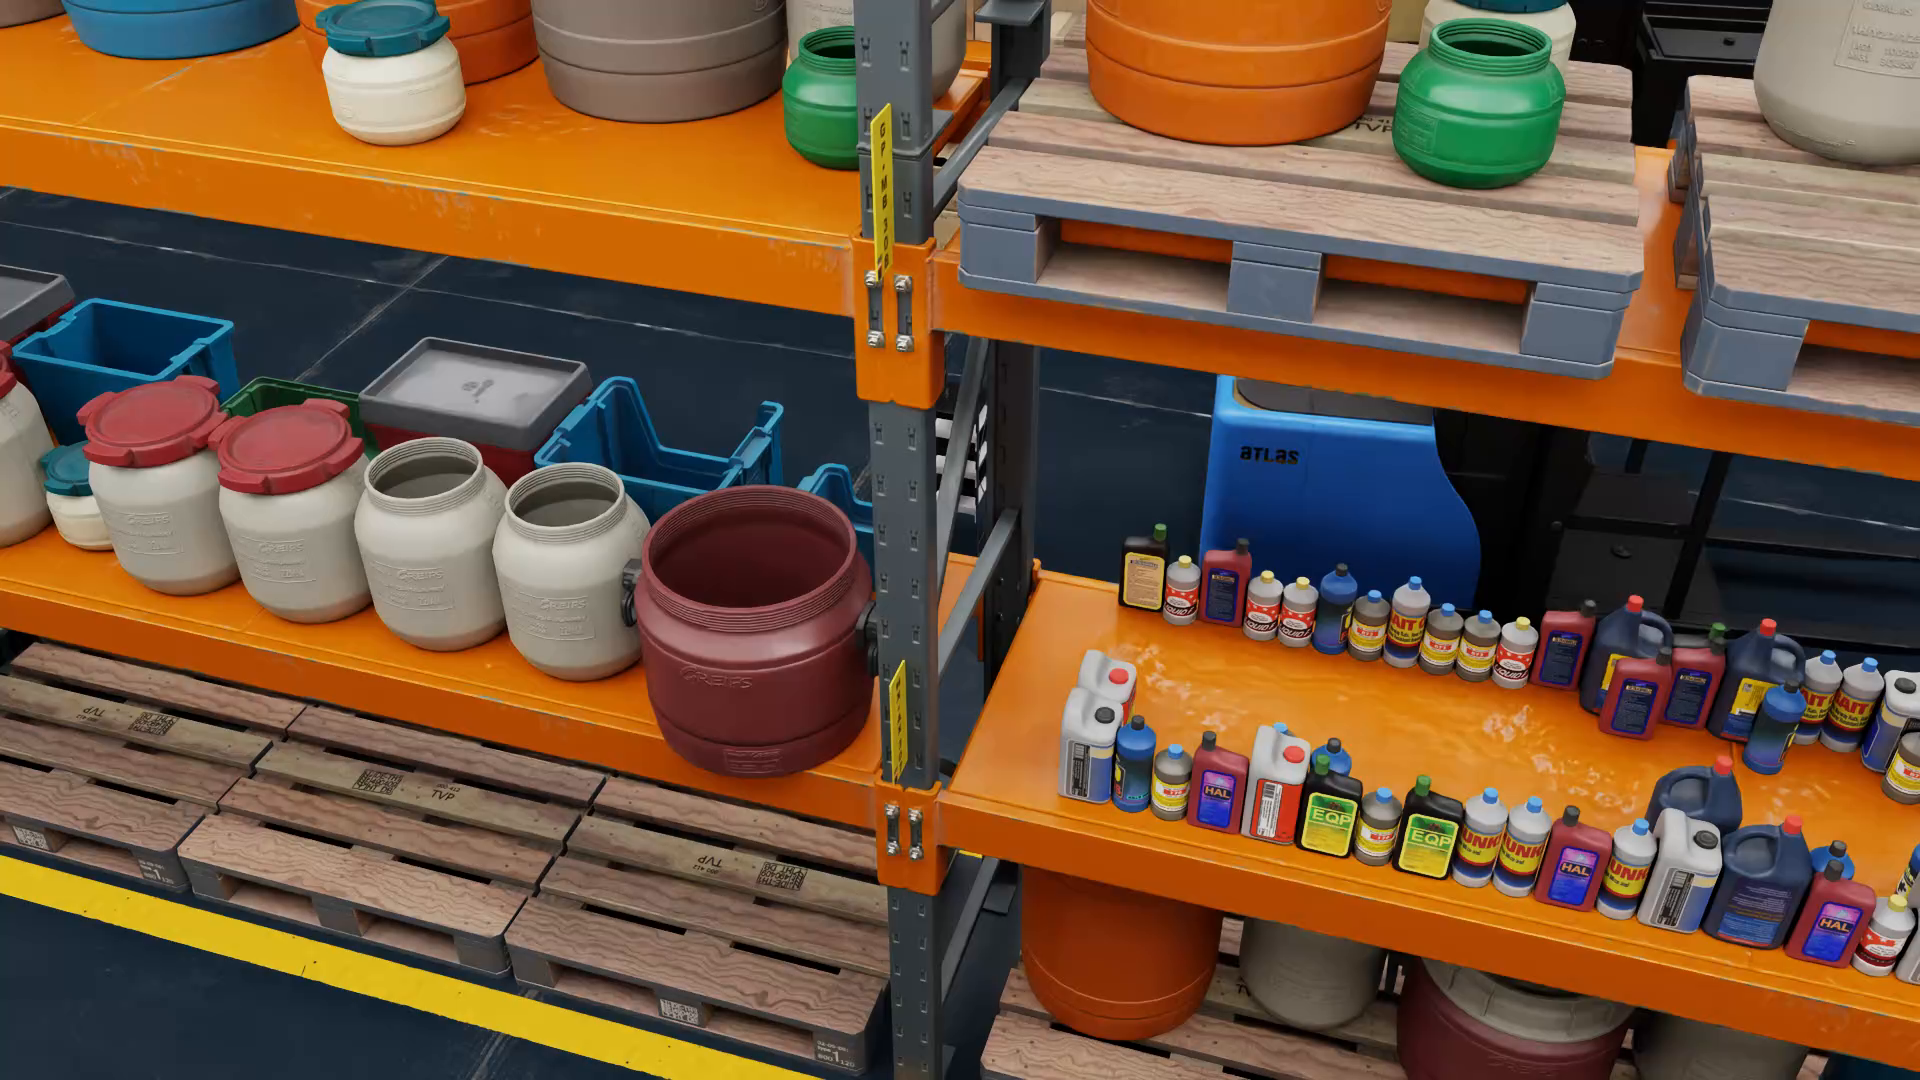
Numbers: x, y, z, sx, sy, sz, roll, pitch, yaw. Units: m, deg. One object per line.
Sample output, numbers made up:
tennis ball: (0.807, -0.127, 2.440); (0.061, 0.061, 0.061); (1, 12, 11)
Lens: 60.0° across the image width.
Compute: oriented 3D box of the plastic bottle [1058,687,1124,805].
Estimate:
plastic bottle: (0.327, 0.503, 4.140); (0.135, 0.276, 0.152); (10, 38, 14)

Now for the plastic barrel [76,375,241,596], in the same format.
plastic barrel: (-2.259, -0.145, 4.802); (0.433, 0.535, 0.433); (0, 36, 0)

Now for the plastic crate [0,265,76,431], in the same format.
plastic crate: (-3.254, -0.626, 5.517); (0.583, 0.464, 0.402); (10, 38, 14)

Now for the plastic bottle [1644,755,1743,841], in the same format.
plastic bottle: (1.719, 0.639, 3.893); (0.185, 0.351, 0.144); (10, 38, 14)

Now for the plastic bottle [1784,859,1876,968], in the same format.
plastic bottle: (1.942, 0.828, 3.694); (0.133, 0.283, 0.061); (10, 38, 14)

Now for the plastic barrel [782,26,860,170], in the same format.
plastic barrel: (-0.240, -0.966, 3.633); (0.294, 0.245, 0.294); (0, 36, 0)

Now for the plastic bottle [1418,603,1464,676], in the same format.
plastic bottle: (1.314, 0.262, 4.532); (0.097, 0.201, 0.097); (0, 36, 0)

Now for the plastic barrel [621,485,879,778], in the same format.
plastic barrel: (-0.522, 0.229, 4.294); (0.708, 0.536, 0.600); (10, 38, 14)

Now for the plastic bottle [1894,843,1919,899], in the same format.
plastic bottle: (2.196, 0.774, 3.777); (0.097, 0.271, 0.097); (0, 36, 0)

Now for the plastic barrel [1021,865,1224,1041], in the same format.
plastic barrel: (0.483, 0.976, 4.870); (0.708, 0.830, 0.600); (10, 38, 14)

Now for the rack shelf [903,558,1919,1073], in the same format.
rack shelf: (1.920, 0.837, 4.189); (4.000, 0.370, 1.077); (10, 38, 14)

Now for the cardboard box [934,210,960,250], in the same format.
cardboard box: (-0.056, -1.804, 9.137); (0.500, 0.250, 0.500); (11, 38, 15)

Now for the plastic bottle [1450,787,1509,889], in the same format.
plastic bottle: (1.219, 0.687, 3.894); (0.097, 0.271, 0.097); (0, 36, 0)

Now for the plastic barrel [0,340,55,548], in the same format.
plastic barrel: (-2.959, -0.275, 4.978); (0.433, 0.535, 0.433); (0, 36, 0)

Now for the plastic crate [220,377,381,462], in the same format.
plastic crate: (-2.061, -0.280, 5.278); (0.662, 0.188, 0.450); (10, 38, 14)

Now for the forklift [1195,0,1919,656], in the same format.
forklift: (2.495, -0.918, 6.024); (3.031, 2.935, 1.130); (6, 37, 8)

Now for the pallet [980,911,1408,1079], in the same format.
pallet: (0.776, 1.433, 5.125); (1.213, 0.211, 1.003); (10, 38, 14)

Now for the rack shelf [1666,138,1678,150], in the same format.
rack shelf: (3.400, -1.965, 7.996); (4.000, 0.370, 1.077); (10, 38, 14)

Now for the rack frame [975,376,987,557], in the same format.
rack frame: (0.105, -0.343, 6.957); (0.006, 0.900, 0.240); (10, 38, 14)

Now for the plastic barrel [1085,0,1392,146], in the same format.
plastic barrel: (0.552, -1.254, 3.177); (0.708, 0.830, 0.600); (10, 38, 14)

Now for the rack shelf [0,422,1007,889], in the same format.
rack shelf: (-1.898, 0.130, 5.150); (4.000, 0.370, 1.077); (10, 38, 14)

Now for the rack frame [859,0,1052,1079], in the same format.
rack frame: (0.011, 0.194, 4.456); (0.127, 3.000, 1.000); (10, 38, 14)

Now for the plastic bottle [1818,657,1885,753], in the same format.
plastic bottle: (2.293, 0.415, 4.265); (0.097, 0.271, 0.097); (0, 36, 0)

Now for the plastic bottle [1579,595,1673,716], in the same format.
plastic bottle: (1.755, 0.298, 4.357); (0.185, 0.351, 0.144); (10, 38, 14)

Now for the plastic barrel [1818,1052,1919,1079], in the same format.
plastic barrel: (2.639, 1.346, 4.307); (0.708, 0.901, 0.600); (10, 38, 14)

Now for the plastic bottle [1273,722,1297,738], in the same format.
plastic bottle: (0.788, 0.541, 4.152); (0.097, 0.201, 0.097); (0, 36, 0)

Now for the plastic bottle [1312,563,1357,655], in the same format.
plastic bottle: (1.035, 0.182, 4.581); (0.097, 0.271, 0.097); (0, 36, 0)

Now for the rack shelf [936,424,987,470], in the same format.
rack shelf: (0.008, -0.407, 6.948); (0.200, 0.077, 0.258); (10, 38, 14)

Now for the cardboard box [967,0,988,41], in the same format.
cardboard box: (-0.115, -2.936, 8.624); (0.500, 0.500, 0.500); (9, 37, 11)

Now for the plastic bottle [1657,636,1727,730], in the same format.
plastic bottle: (1.901, 0.364, 4.324); (0.133, 0.283, 0.061); (10, 38, 14)

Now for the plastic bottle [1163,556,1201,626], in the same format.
plastic bottle: (0.629, 0.135, 4.704); (0.097, 0.201, 0.097); (0, 36, 0)

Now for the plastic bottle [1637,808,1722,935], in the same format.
plastic bottle: (1.651, 0.748, 3.807); (0.135, 0.276, 0.152); (10, 38, 14)

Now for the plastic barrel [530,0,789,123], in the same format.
plastic barrel: (-0.708, -1.484, 3.782); (0.600, 0.901, 0.600); (0, 36, 0)

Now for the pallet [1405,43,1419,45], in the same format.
pallet: (2.159, -2.451, 8.211); (1.003, 0.211, 1.213); (10, 38, 14)

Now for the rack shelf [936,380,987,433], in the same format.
rack shelf: (0.008, -0.552, 6.841); (0.200, 0.077, 0.258); (10, 38, 14)

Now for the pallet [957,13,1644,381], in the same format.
pallet: (0.712, -0.748, 3.364); (1.213, 0.211, 1.003); (10, 38, 14)

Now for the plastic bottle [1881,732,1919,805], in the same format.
plastic bottle: (2.376, 0.553, 4.136); (0.097, 0.201, 0.097); (0, 36, 0)

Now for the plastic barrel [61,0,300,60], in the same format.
plastic barrel: (-2.009, -1.725, 4.109); (0.708, 0.901, 0.600); (10, 38, 14)

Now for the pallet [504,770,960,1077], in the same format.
pallet: (-0.717, 1.158, 5.499); (1.213, 0.211, 1.003); (10, 38, 14)

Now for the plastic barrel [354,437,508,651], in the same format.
plastic barrel: (-1.437, 0.013, 4.607); (0.421, 0.512, 0.421); (0, 36, 0)

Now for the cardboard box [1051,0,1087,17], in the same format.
cardboard box: (0.695, -2.840, 8.653); (0.500, 0.311, 0.500); (10, 38, 13)

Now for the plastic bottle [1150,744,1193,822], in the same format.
plastic bottle: (0.523, 0.586, 4.090); (0.097, 0.201, 0.097); (0, 36, 0)

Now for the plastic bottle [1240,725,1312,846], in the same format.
plastic bottle: (0.769, 0.585, 4.029); (0.135, 0.276, 0.152); (10, 38, 14)

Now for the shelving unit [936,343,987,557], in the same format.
shelving unit: (0.008, -0.361, 6.981); (0.210, 0.900, 0.258); (10, 38, 14)

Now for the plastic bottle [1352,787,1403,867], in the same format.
plastic bottle: (0.999, 0.675, 3.971); (0.097, 0.201, 0.097); (0, 36, 0)

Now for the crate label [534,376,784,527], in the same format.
crate label: (-0.857, -0.149, 4.892); (0.616, 0.435, 0.502); (10, 38, 14)

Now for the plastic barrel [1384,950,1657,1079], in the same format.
plastic barrel: (1.561, 1.272, 4.671); (0.708, 0.588, 0.600); (10, 38, 14)

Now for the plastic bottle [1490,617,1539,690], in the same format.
plastic bottle: (1.500, 0.296, 4.485); (0.097, 0.201, 0.097); (0, 36, 0)

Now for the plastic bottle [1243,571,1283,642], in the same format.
plastic bottle: (0.849, 0.176, 4.649); (0.097, 0.201, 0.097); (0, 36, 0)

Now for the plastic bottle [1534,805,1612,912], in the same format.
plastic bottle: (1.417, 0.730, 3.826); (0.133, 0.283, 0.061); (10, 38, 14)

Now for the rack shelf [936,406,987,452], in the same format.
rack shelf: (0.008, -0.479, 6.894); (0.200, 0.077, 0.258); (10, 38, 14)

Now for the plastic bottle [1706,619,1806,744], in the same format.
plastic bottle: (2.058, 0.354, 4.280); (0.185, 0.351, 0.144); (10, 38, 14)

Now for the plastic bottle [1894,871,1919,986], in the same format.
plastic bottle: (2.176, 0.846, 3.675); (0.135, 0.276, 0.152); (10, 38, 14)

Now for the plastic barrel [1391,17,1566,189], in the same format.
plastic barrel: (0.954, -0.803, 3.057); (0.294, 0.245, 0.294); (0, 36, 0)

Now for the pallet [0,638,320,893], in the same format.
pallet: (-3.046, 0.727, 6.084); (1.213, 0.211, 1.003); (10, 38, 14)

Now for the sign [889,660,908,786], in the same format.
sign: (-0.147, 0.441, 3.983); (0.005, 0.325, 0.100); (10, 38, 14)

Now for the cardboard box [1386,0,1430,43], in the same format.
cardboard box: (2.126, -2.770, 8.044); (0.500, 0.500, 0.700); (-1, 36, -2)
